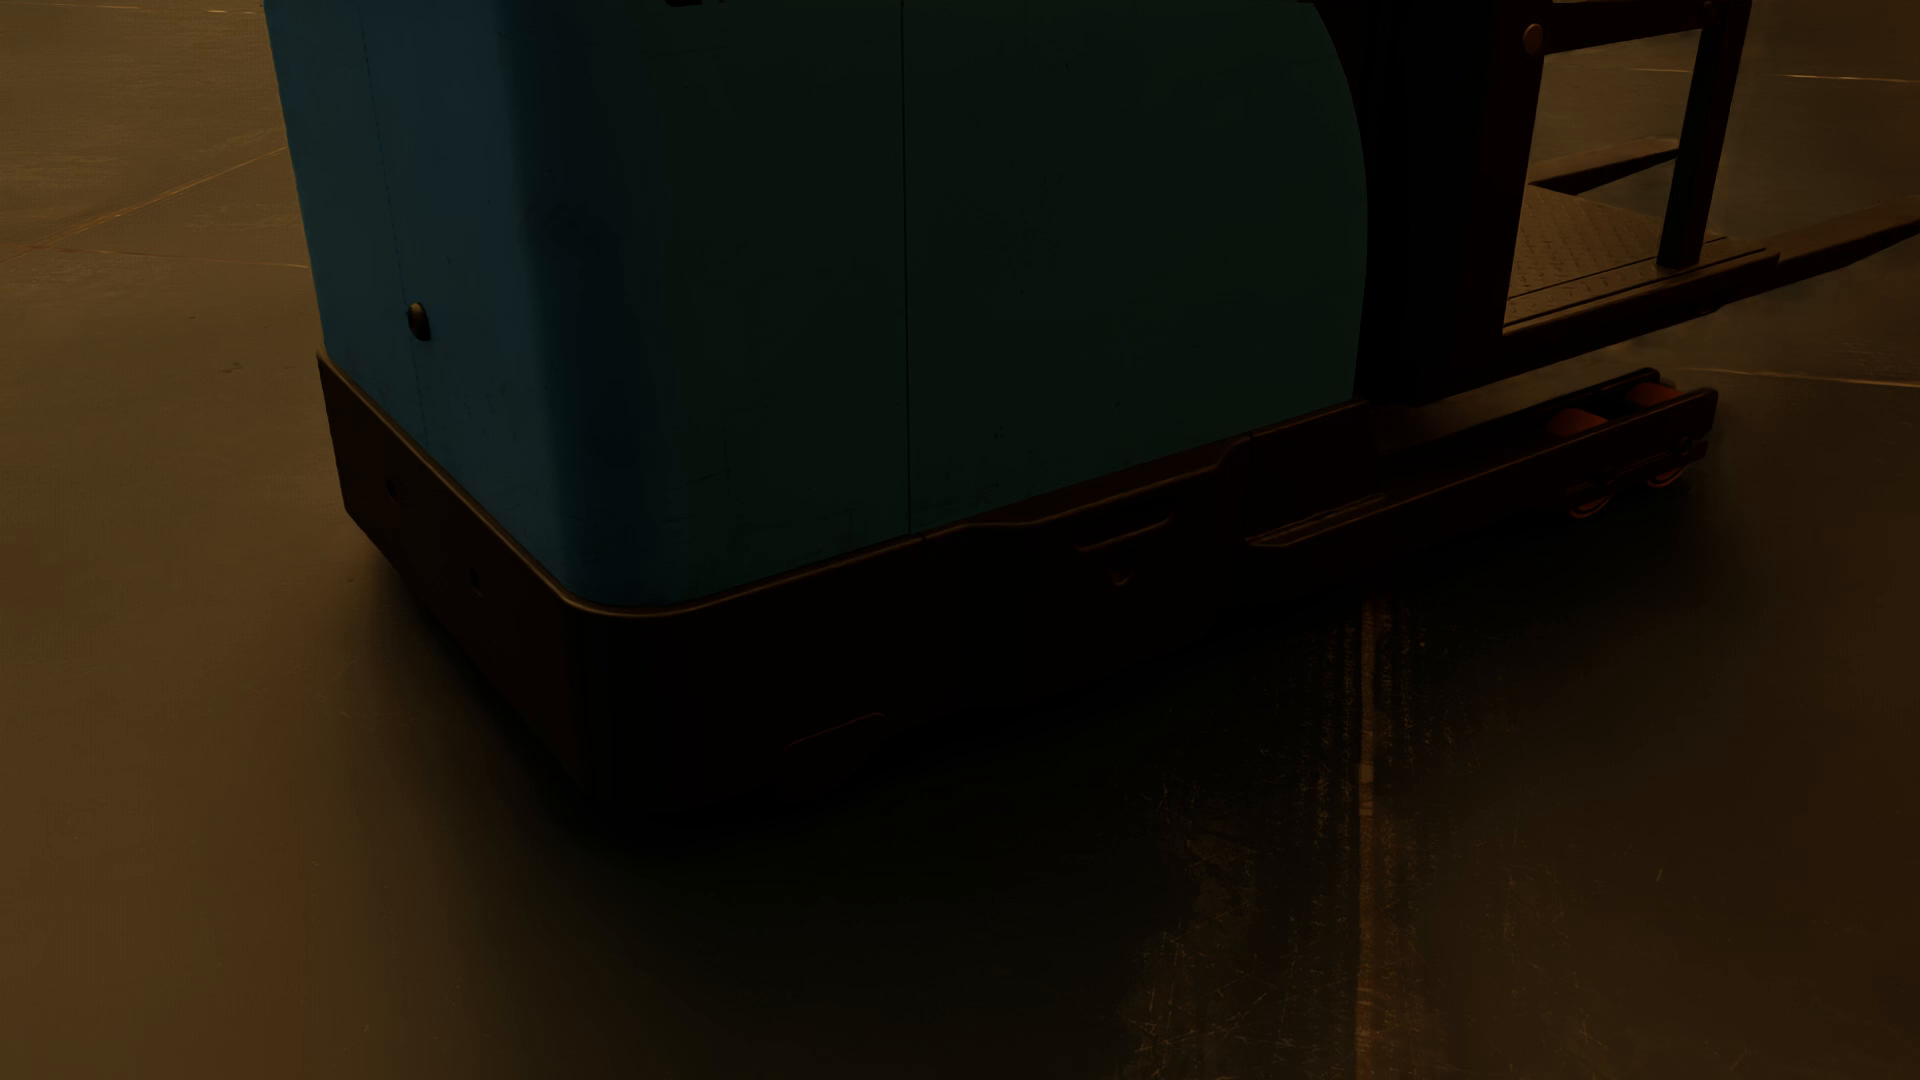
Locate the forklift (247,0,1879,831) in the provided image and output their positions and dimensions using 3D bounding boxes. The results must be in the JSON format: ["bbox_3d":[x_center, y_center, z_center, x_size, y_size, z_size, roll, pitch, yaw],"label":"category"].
[{"bbox_3d":[0.558,-1.539,2.296,3.031,2.935,1.130,-21,33,-35],"label":"forklift"}]
